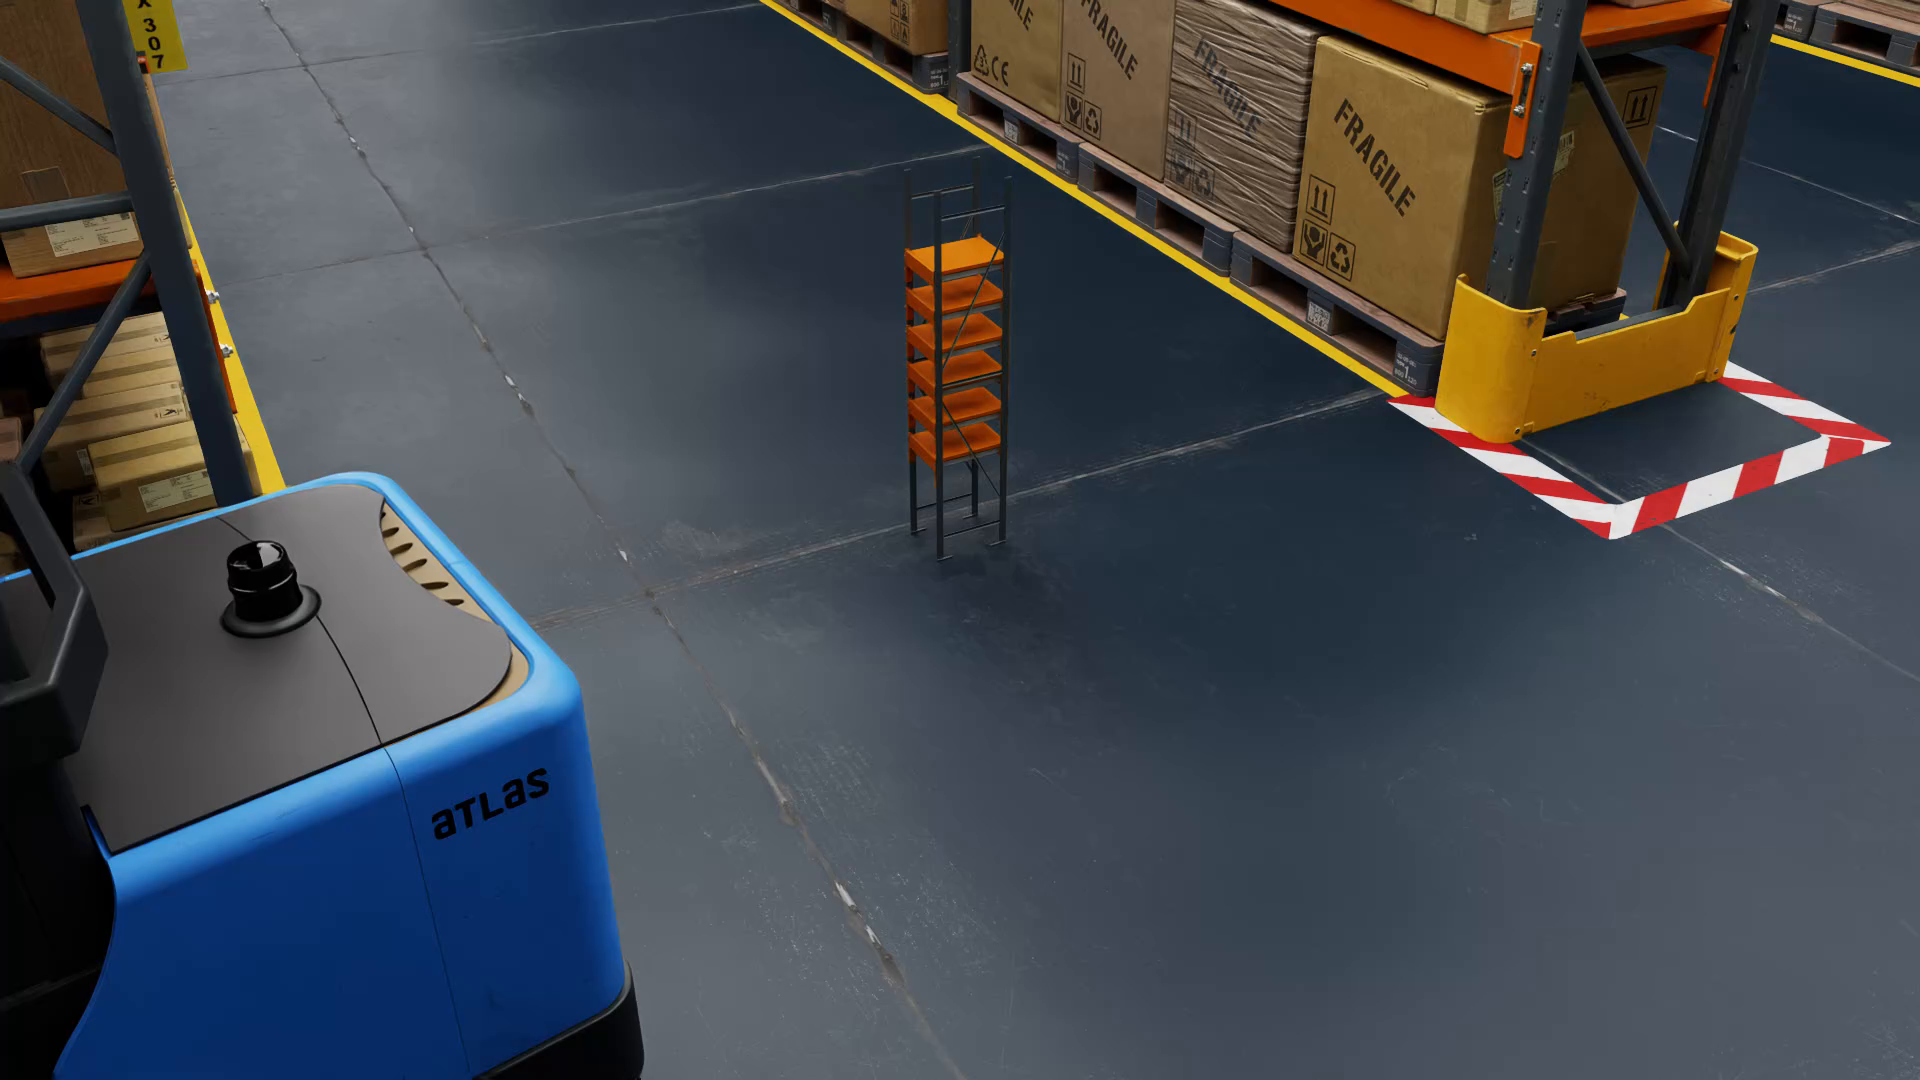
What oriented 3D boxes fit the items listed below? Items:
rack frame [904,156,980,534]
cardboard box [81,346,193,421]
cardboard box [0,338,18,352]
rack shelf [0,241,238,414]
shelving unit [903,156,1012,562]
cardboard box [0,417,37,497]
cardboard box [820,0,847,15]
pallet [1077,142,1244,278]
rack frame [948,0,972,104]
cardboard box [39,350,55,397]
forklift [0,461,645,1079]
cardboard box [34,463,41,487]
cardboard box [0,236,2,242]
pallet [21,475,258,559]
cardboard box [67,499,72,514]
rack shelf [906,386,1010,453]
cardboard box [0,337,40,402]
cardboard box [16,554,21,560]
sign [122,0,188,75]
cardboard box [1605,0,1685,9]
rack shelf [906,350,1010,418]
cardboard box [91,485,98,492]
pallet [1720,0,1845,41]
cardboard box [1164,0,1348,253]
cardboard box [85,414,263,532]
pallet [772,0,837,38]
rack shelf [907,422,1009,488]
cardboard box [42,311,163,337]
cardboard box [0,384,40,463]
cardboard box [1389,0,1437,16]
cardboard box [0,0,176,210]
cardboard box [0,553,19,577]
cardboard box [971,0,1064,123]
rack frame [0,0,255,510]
[{"bbox_3d":[-0.049,-0.556,5.005,0.240,1.200,0.006,-16,36,-23],"label":"rack frame"},{"bbox_3d":[-2.346,-0.441,4.859,0.380,0.149,0.250,-16,36,-23],"label":"cardboard box"},{"bbox_3d":[-3.198,-0.674,5.223,0.380,0.149,0.250,-17,36,-25],"label":"cardboard box"},{"bbox_3d":[-3.096,-1.276,5.128,1.077,0.370,4.000,-16,36,-23],"label":"rack shelf"},{"bbox_3d":[-0.007,-0.512,4.937,0.258,1.200,0.189,-16,36,-23],"label":"shelving unit"},{"bbox_3d":[-2.701,-0.175,4.444,0.380,0.149,0.250,-15,36,-22],"label":"cardboard box"},{"bbox_3d":[-0.327,-3.741,9.890,1.225,0.875,0.875,-17,36,-25],"label":"cardboard box"},{"bbox_3d":[1.265,-1.593,7.541,1.003,0.211,1.213,-16,36,-23],"label":"pallet"},{"bbox_3d":[0.407,-3.733,8.296,1.000,3.000,0.127,-16,36,-23],"label":"rack frame"},{"bbox_3d":[-2.682,-0.533,5.278,0.380,0.149,0.250,-18,37,-25],"label":"cardboard box"},{"bbox_3d":[-2.132,0.189,2.237,3.031,2.935,1.130,-22,39,-31],"label":"forklift"},{"bbox_3d":[-2.976,-0.159,4.971,0.380,0.149,0.250,-15,36,-23],"label":"cardboard box"},{"bbox_3d":[-2.180,-0.867,4.055,0.380,0.149,0.250,-15,35,-21],"label":"cardboard box"},{"bbox_3d":[-2.546,0.117,4.872,1.003,0.211,1.213,-16,36,-23],"label":"pallet"},{"bbox_3d":[-2.441,-0.152,4.961,0.380,0.149,0.250,-15,36,-23],"label":"cardboard box"},{"bbox_3d":[-0.007,-0.374,5.026,0.258,0.103,0.180,-16,36,-23],"label":"rack shelf"},{"bbox_3d":[-3.312,-0.540,5.566,0.380,0.149,0.250,-15,36,-22],"label":"cardboard box"},{"bbox_3d":[-2.803,0.103,4.562,0.380,0.149,0.250,-15,35,-22],"label":"cardboard box"},{"bbox_3d":[-1.683,-1.125,3.424,0.100,0.325,0.005,-16,36,-23],"label":"sign"},{"bbox_3d":[2.398,-1.970,5.778,0.380,0.149,0.250,-15,36,-23],"label":"cardboard box"},{"bbox_3d":[-0.007,-0.475,4.961,0.258,0.103,0.180,-16,36,-23],"label":"rack shelf"},{"bbox_3d":[-2.258,-0.186,4.737,0.380,0.149,0.250,-16,36,-23],"label":"cardboard box"},{"bbox_3d":[5.165,-3.463,10.460,1.003,0.211,1.213,-16,36,-23],"label":"pallet"},{"bbox_3d":[1.478,-1.825,6.899,0.875,0.875,0.875,-16,36,-23],"label":"cardboard box"},{"bbox_3d":[-2.107,-0.187,4.463,0.380,0.149,0.250,-18,37,-25],"label":"cardboard box"},{"bbox_3d":[-0.593,-3.491,10.503,1.003,0.211,1.213,-16,36,-23],"label":"pallet"},{"bbox_3d":[-0.007,-0.273,5.091,0.258,0.103,0.180,-16,36,-23],"label":"rack shelf"},{"bbox_3d":[-2.656,-0.673,5.222,0.380,0.149,0.250,-14,35,-21],"label":"cardboard box"},{"bbox_3d":[-2.940,-0.308,4.928,0.380,0.149,0.250,-16,36,-24],"label":"cardboard box"},{"bbox_3d":[1.692,-1.929,5.713,0.380,0.149,0.250,-15,36,-23],"label":"cardboard box"},{"bbox_3d":[-2.128,-1.075,3.780,0.500,0.500,0.500,-14,35,-21],"label":"cardboard box"},{"bbox_3d":[-2.662,0.094,4.301,0.380,0.149,0.250,-17,36,-24],"label":"cardboard box"},{"bbox_3d":[0.644,-2.680,8.232,0.875,0.875,0.875,-16,36,-23],"label":"cardboard box"},{"bbox_3d":[-2.163,-0.624,3.444,1.000,3.000,0.127,-16,36,-23],"label":"rack frame"}]
